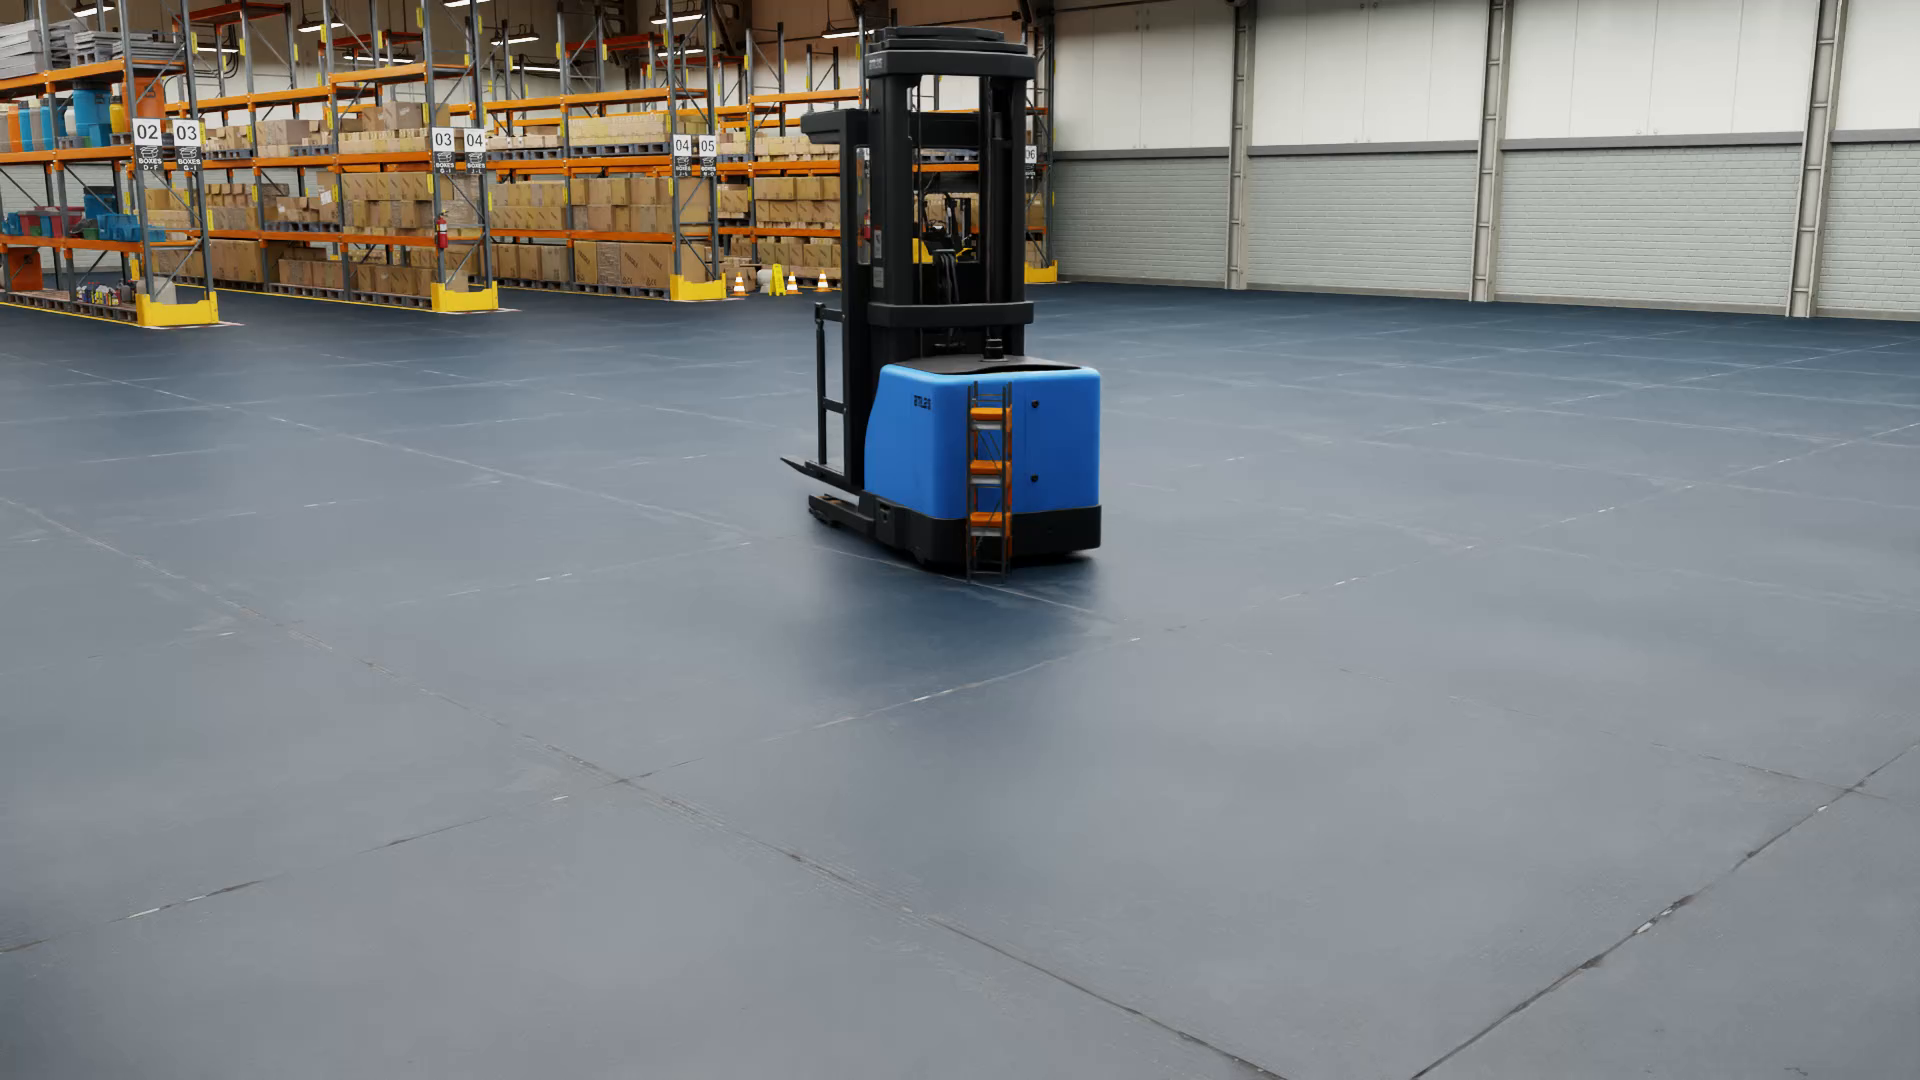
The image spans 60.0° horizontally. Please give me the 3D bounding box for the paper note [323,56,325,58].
[{"bbox_3d":[-16.489,-12.519,43.095,0.001,0.032,0.123,-11,16,-43],"label":"paper note"}]

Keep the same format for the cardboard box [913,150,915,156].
[{"bbox_3d":[-1.375,-10.044,43.132,0.380,0.149,0.250,-11,16,-43],"label":"cardboard box"}]

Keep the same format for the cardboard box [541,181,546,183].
[{"bbox_3d":[-11.323,-9.820,45.809,0.380,0.149,0.250,-11,16,-44],"label":"cardboard box"}]

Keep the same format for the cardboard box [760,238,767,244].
[{"bbox_3d":[-5.453,-8.488,47.222,0.380,0.149,0.250,-10,15,-41],"label":"cardboard box"}]

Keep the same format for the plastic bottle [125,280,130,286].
[{"bbox_3d":[-14.615,-4.393,29.276,0.185,0.351,0.144,11,16,44],"label":"plastic bottle"}]

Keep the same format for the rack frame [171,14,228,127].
[{"bbox_3d":[-17.210,-10.325,37.726,1.000,3.000,0.127,-11,16,-43],"label":"rack frame"}]

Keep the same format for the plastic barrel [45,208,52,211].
[{"bbox_3d":[-17.165,-6.047,31.553,0.421,0.512,0.421,0,12,0],"label":"plastic barrel"}]

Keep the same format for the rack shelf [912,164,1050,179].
[{"bbox_3d":[0.450,-9.117,41.081,1.077,0.370,4.000,-11,16,-43],"label":"rack shelf"}]

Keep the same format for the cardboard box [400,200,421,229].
[{"bbox_3d":[-9.715,-5.970,30.472,0.875,0.500,0.500,-11,16,-43],"label":"cardboard box"}]

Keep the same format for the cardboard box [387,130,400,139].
[{"bbox_3d":[-10.234,-7.414,30.416,0.250,0.149,0.380,11,16,42],"label":"cardboard box"}]

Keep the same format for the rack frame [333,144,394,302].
[{"bbox_3d":[-11.686,-6.219,32.665,1.000,3.000,0.127,-11,16,-43],"label":"rack frame"}]

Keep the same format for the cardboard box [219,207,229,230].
[{"bbox_3d":[-16.020,-7.113,36.754,0.500,0.500,0.500,-10,16,-41],"label":"cardboard box"}]

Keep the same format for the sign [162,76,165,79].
[{"bbox_3d":[-19.570,-11.479,40.815,0.100,0.325,0.005,-11,16,-43],"label":"sign"}]

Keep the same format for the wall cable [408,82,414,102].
[{"bbox_3d":[-16.937,-13.081,51.102,0.463,3.000,0.029,-11,16,-43],"label":"wall cable"}]

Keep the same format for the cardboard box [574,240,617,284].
[{"bbox_3d":[-7.645,-5.959,35.627,0.875,0.875,0.875,-11,16,-42],"label":"cardboard box"}]

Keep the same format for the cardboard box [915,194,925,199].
[{"bbox_3d":[-0.925,-8.717,42.196,0.380,0.149,0.250,-10,16,-41],"label":"cardboard box"}]

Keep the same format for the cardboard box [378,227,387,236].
[{"bbox_3d":[-10.709,-5.806,31.281,0.380,0.149,0.250,-11,16,-43],"label":"cardboard box"}]

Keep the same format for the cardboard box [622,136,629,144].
[{"bbox_3d":[-6.618,-8.099,33.691,0.380,0.149,0.250,-11,16,-42],"label":"cardboard box"}]

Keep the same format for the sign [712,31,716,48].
[{"bbox_3d":[-4.860,-9.862,32.770,0.100,0.325,0.005,-11,16,-43],"label":"sign"}]

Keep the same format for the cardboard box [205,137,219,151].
[{"bbox_3d":[-16.518,-8.845,37.158,0.500,0.311,0.500,11,16,43],"label":"cardboard box"}]

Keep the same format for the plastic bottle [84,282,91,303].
[{"bbox_3d":[-15.011,-4.271,28.685,0.144,0.351,0.185,-10,16,-41],"label":"plastic bottle"}]

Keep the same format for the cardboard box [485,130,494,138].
[{"bbox_3d":[-11.227,-9.545,39.230,0.396,0.266,0.258,-11,16,-43],"label":"cardboard box"}]

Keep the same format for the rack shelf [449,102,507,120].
[{"bbox_3d":[-12.172,-10.161,39.706,1.077,0.370,4.000,-11,16,-43],"label":"rack shelf"}]

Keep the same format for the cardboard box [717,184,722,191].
[{"bbox_3d":[-5.692,-8.490,40.052,0.250,0.149,0.380,11,16,43],"label":"cardboard box"}]

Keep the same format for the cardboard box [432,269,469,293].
[{"bbox_3d":[-9.342,-4.710,30.495,0.500,0.500,0.500,-7,14,-32],"label":"cardboard box"}]

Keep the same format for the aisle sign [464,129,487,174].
[{"bbox_3d":[-8.664,-6.942,29.728,0.394,0.787,0.004,-11,16,-43],"label":"aisle sign"}]

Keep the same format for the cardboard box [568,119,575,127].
[{"bbox_3d":[-8.023,-8.786,35.050,0.380,0.149,0.250,-11,16,-42],"label":"cardboard box"}]

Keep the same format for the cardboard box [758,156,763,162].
[{"bbox_3d":[-4.480,-8.866,38.700,0.380,0.149,0.250,-11,16,-43],"label":"cardboard box"}]

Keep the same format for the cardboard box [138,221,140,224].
[{"bbox_3d":[-19.788,-7.712,40.535,0.380,0.149,0.250,-11,16,-43],"label":"cardboard box"}]

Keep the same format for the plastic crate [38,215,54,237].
[{"bbox_3d":[-16.255,-5.639,29.887,0.392,0.384,0.575,-11,16,-43],"label":"plastic crate"}]

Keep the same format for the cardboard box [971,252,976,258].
[{"bbox_3d":[0.559,-6.987,40.926,0.500,0.250,0.500,-11,16,-44],"label":"cardboard box"}]

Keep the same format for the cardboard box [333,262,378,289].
[{"bbox_3d":[-12.094,-5.303,33.322,0.500,0.500,0.700,10,15,41],"label":"cardboard box"}]

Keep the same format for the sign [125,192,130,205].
[{"bbox_3d":[-20.378,-8.357,40.699,0.100,0.325,0.005,-11,16,-43],"label":"sign"}]

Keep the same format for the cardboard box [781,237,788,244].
[{"bbox_3d":[-3.907,-6.919,38.369,0.380,0.149,0.250,-10,15,-40],"label":"cardboard box"}]

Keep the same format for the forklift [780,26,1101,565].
[{"bbox_3d":[-0.301,-1.554,10.190,1.130,2.935,3.031,-6,13,-25],"label":"forklift"}]

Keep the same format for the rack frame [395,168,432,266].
[{"bbox_3d":[-13.553,-8.063,41.615,1.000,3.000,0.127,-11,16,-43],"label":"rack frame"}]

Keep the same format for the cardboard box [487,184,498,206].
[{"bbox_3d":[-10.488,-7.951,38.346,0.700,0.500,0.500,-11,16,-43],"label":"cardboard box"}]

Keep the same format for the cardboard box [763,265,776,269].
[{"bbox_3d":[-4.306,-6.335,39.002,0.500,0.250,0.500,11,16,43],"label":"cardboard box"}]

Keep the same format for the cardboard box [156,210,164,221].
[{"bbox_3d":[-18.764,-7.711,39.540,0.500,0.250,0.500,-11,16,-44],"label":"cardboard box"}]

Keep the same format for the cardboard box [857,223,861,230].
[{"bbox_3d":[-2.169,-6.918,36.680,0.380,0.149,0.250,-10,15,-41],"label":"cardboard box"}]

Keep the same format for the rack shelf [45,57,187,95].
[{"bbox_3d":[-13.887,-7.627,27.406,1.077,0.370,4.000,-11,16,-43],"label":"rack shelf"}]

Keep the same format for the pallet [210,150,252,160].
[{"bbox_3d":[-15.705,-8.429,36.425,1.003,0.211,1.213,-10,15,-40],"label":"pallet"}]

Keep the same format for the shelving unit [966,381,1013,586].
[{"bbox_3d":[0.156,-0.299,8.758,0.215,1.050,0.252,2,12,9],"label":"shelving unit"}]

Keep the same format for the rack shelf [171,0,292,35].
[{"bbox_3d":[-15.829,-11.309,36.047,1.077,0.370,4.000,-11,16,-43],"label":"rack shelf"}]

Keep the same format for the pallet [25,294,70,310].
[{"bbox_3d":[-16.685,-4.451,30.991,1.003,0.211,1.213,-11,16,-43],"label":"pallet"}]

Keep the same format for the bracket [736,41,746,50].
[{"bbox_3d":[-6.255,-14.278,47.995,0.235,0.232,0.430,-11,16,-43],"label":"bracket"}]

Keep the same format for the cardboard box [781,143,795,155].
[{"bbox_3d":[-3.713,-8.890,37.831,0.500,0.250,0.500,-11,16,-42],"label":"cardboard box"}]

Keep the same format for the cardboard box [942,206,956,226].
[{"bbox_3d":[-0.091,-8.093,41.511,0.500,0.500,0.500,-11,16,-43],"label":"cardboard box"}]

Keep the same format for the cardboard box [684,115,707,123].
[{"bbox_3d":[-5.266,-8.396,33.156,0.380,0.149,0.250,-11,16,-42],"label":"cardboard box"}]

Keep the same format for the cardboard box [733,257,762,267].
[{"bbox_3d":[-4.882,-6.595,39.960,0.950,0.372,0.625,-11,16,-42],"label":"cardboard box"}]

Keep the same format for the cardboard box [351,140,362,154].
[{"bbox_3d":[-11.191,-7.437,31.514,0.500,0.250,0.500,-11,16,-43],"label":"cardboard box"}]

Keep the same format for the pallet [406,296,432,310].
[{"bbox_3d":[-9.511,-4.404,30.766,1.003,0.211,1.213,-11,16,-43],"label":"pallet"}]

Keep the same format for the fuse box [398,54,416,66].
[{"bbox_3d":[-16.881,-14.637,50.728,0.513,0.334,0.176,-11,16,-43],"label":"fuse box"}]

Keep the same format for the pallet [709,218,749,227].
[{"bbox_3d":[-5.884,-7.807,40.846,1.003,0.211,1.213,-11,16,-43],"label":"pallet"}]
